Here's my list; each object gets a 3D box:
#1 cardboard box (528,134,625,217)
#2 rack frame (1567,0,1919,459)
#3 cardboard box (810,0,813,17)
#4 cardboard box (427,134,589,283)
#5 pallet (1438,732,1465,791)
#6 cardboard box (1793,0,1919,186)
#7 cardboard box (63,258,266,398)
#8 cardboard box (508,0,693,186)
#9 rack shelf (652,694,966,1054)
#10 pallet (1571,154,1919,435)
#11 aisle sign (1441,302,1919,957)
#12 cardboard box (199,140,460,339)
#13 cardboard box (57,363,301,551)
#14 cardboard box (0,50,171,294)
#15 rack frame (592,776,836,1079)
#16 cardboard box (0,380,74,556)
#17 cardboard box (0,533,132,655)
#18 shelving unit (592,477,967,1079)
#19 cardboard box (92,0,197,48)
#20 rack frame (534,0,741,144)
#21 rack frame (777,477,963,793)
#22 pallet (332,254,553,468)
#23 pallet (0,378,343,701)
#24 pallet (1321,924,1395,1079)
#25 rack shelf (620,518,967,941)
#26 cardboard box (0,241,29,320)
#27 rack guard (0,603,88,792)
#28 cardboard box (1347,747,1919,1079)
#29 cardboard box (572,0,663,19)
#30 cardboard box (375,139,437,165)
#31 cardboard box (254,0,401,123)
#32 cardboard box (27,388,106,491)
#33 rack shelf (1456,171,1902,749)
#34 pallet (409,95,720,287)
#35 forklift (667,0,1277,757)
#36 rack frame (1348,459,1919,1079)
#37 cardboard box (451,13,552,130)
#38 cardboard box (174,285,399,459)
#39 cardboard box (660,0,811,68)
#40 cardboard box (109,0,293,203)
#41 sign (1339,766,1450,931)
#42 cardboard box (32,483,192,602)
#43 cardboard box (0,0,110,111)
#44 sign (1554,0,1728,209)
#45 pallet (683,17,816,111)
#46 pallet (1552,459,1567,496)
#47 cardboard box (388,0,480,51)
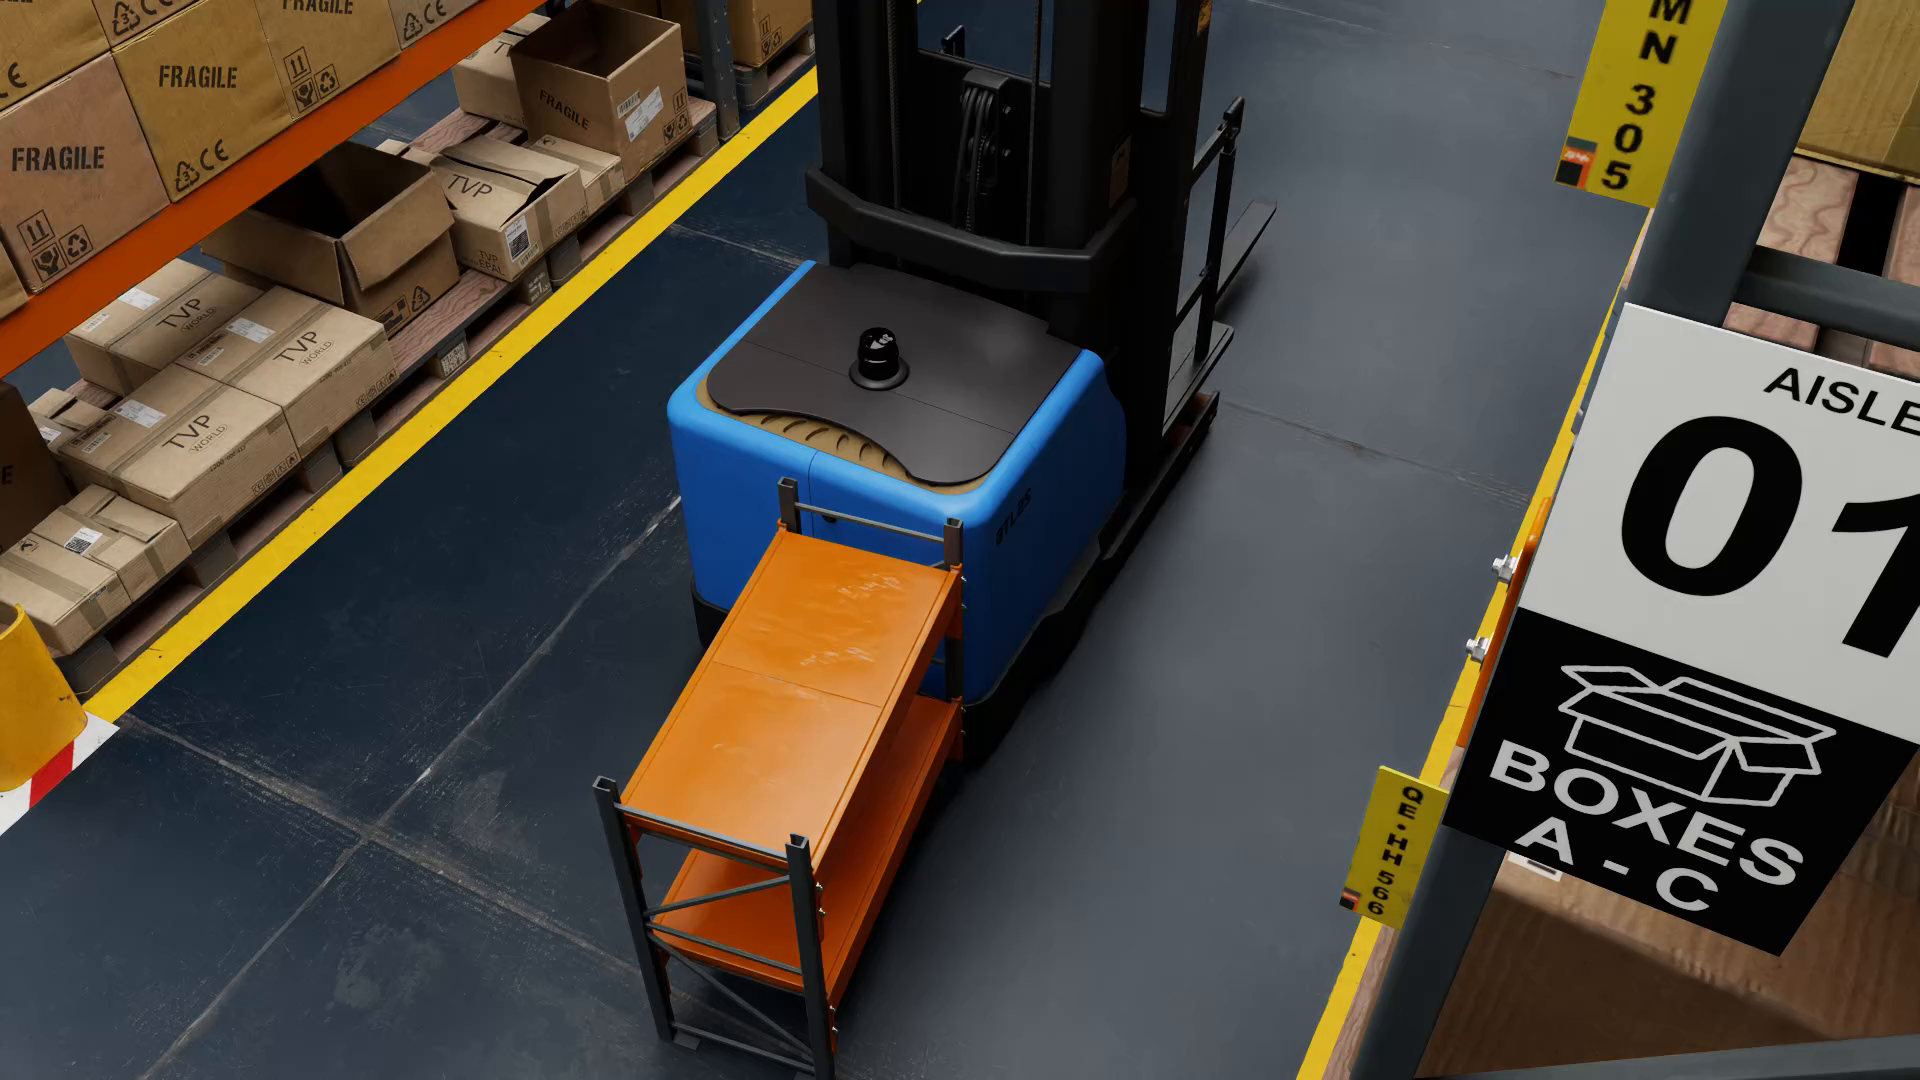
[{"bbox_3d":[-1.607,-1.496,6.815,0.380,0.149,0.250,20,49,19],"label":"cardboard box"},{"bbox_3d":[1.060,-1.008,0.420,1.000,3.000,0.127,20,49,19],"label":"rack frame"},{"bbox_3d":[-0.794,-2.893,7.948,0.500,0.500,0.500,21,49,20],"label":"cardboard box"},{"bbox_3d":[-1.834,-1.337,6.544,0.500,0.311,0.500,20,49,19],"label":"cardboard box"},{"bbox_3d":[1.929,0.786,4.825,1.003,0.211,1.213,20,49,19],"label":"pallet"},{"bbox_3d":[1.165,-0.633,1.897,0.500,0.250,0.500,22,49,20],"label":"cardboard box"},{"bbox_3d":[-2.828,-0.733,5.990,0.500,0.250,0.500,20,49,19],"label":"cardboard box"},{"bbox_3d":[-1.486,-1.876,6.943,0.500,0.500,0.500,20,49,19],"label":"cardboard box"},{"bbox_3d":[-0.398,0.811,4.501,0.538,0.278,1.000,14,47,13],"label":"rack shelf"},{"bbox_3d":[1.395,-0.394,1.983,1.003,0.211,1.213,20,49,19],"label":"pallet"},{"bbox_3d":[0.761,0.133,1.682,0.394,0.787,0.004,20,49,19],"label":"aisle sign"},{"bbox_3d":[-2.340,-1.144,6.218,0.797,0.503,0.637,20,49,19],"label":"cardboard box"},{"bbox_3d":[-2.594,-0.285,5.546,0.500,0.250,0.500,20,49,19],"label":"cardboard box"},{"bbox_3d":[-2.655,-1.087,4.645,0.500,0.500,0.500,20,49,19],"label":"cardboard box"},{"bbox_3d":[-0.563,0.981,3.989,0.500,1.125,0.032,14,47,13],"label":"rack frame"},{"bbox_3d":[-3.295,-0.233,5.319,0.500,0.500,0.500,20,49,19],"label":"cardboard box"},{"bbox_3d":[-2.831,0.164,5.174,0.380,0.149,0.250,20,49,19],"label":"cardboard box"},{"bbox_3d":[-0.398,0.639,4.327,0.538,1.125,1.048,14,47,13],"label":"shelving unit"},{"bbox_3d":[-2.417,-1.757,4.604,0.500,0.500,0.500,21,49,20],"label":"cardboard box"},{"bbox_3d":[-1.473,-3.053,6.658,1.000,3.000,0.127,20,49,19],"label":"rack frame"},{"bbox_3d":[-0.233,0.298,4.665,0.500,1.125,0.032,14,47,13],"label":"rack frame"},{"bbox_3d":[-2.357,-0.869,6.460,1.003,0.211,1.213,20,49,19],"label":"pallet"},{"bbox_3d":[-2.925,-0.103,5.703,1.003,0.211,1.213,20,49,19],"label":"pallet"},{"bbox_3d":[1.362,1.551,4.069,1.003,0.211,1.213,20,49,19],"label":"pallet"},{"bbox_3d":[-0.398,0.434,4.119,0.538,0.278,1.000,14,47,13],"label":"rack shelf"},{"bbox_3d":[-2.890,-0.760,4.322,0.500,0.500,0.500,21,49,20],"label":"cardboard box"},{"bbox_3d":[-3.294,0.298,5.104,1.175,0.500,0.348,20,49,19],"label":"rack guard"},{"bbox_3d":[1.288,0.670,2.768,0.980,0.700,0.700,23,50,21],"label":"cardboard box"},{"bbox_3d":[-1.497,-2.734,7.791,0.500,0.500,0.500,20,49,19],"label":"cardboard box"},{"bbox_3d":[-2.252,-1.470,6.777,0.380,0.166,0.250,20,49,19],"label":"cardboard box"},{"bbox_3d":[-2.186,-1.717,5.267,0.500,0.500,0.500,21,49,20],"label":"cardboard box"},{"bbox_3d":[-3.027,-0.341,5.660,0.380,0.166,0.250,20,49,19],"label":"cardboard box"},{"bbox_3d":[1.988,-0.961,2.988,1.077,0.370,4.000,20,49,19],"label":"rack shelf"},{"bbox_3d":[-1.792,-1.640,7.223,1.003,0.211,1.213,20,49,19],"label":"pallet"},{"bbox_3d":[0.294,-1.426,5.099,1.130,2.935,3.031,21,49,19],"label":"forklift"},{"bbox_3d":[1.060,1.100,2.553,1.000,3.000,0.127,20,49,19],"label":"rack frame"},{"bbox_3d":[-1.859,-2.069,7.267,0.500,0.311,0.500,20,49,19],"label":"cardboard box"},{"bbox_3d":[-2.361,-0.600,5.858,0.500,0.250,0.500,20,49,19],"label":"cardboard box"},{"bbox_3d":[-1.032,-2.553,7.612,0.500,0.500,0.500,18,48,17],"label":"cardboard box"},{"bbox_3d":[-2.419,-1.402,4.957,0.500,0.500,0.500,20,49,19],"label":"cardboard box"},{"bbox_3d":[0.586,0.422,2.243,0.100,0.325,0.005,20,49,19],"label":"sign"},{"bbox_3d":[-2.715,0.001,5.323,0.380,0.166,0.250,20,49,19],"label":"cardboard box"},{"bbox_3d":[-2.654,-1.444,4.295,0.500,0.500,0.500,21,49,19],"label":"cardboard box"},{"bbox_3d":[0.586,-0.425,1.385,0.100,0.325,0.005,20,49,19],"label":"sign"},{"bbox_3d":[-1.128,-2.597,8.169,1.003,0.211,1.213,20,49,19],"label":"pallet"},{"bbox_3d":[2.495,0.014,5.588,1.003,0.211,1.213,20,49,19],"label":"pallet"},{"bbox_3d":[-1.952,-2.039,5.585,0.500,0.500,0.500,22,49,20],"label":"cardboard box"}]
